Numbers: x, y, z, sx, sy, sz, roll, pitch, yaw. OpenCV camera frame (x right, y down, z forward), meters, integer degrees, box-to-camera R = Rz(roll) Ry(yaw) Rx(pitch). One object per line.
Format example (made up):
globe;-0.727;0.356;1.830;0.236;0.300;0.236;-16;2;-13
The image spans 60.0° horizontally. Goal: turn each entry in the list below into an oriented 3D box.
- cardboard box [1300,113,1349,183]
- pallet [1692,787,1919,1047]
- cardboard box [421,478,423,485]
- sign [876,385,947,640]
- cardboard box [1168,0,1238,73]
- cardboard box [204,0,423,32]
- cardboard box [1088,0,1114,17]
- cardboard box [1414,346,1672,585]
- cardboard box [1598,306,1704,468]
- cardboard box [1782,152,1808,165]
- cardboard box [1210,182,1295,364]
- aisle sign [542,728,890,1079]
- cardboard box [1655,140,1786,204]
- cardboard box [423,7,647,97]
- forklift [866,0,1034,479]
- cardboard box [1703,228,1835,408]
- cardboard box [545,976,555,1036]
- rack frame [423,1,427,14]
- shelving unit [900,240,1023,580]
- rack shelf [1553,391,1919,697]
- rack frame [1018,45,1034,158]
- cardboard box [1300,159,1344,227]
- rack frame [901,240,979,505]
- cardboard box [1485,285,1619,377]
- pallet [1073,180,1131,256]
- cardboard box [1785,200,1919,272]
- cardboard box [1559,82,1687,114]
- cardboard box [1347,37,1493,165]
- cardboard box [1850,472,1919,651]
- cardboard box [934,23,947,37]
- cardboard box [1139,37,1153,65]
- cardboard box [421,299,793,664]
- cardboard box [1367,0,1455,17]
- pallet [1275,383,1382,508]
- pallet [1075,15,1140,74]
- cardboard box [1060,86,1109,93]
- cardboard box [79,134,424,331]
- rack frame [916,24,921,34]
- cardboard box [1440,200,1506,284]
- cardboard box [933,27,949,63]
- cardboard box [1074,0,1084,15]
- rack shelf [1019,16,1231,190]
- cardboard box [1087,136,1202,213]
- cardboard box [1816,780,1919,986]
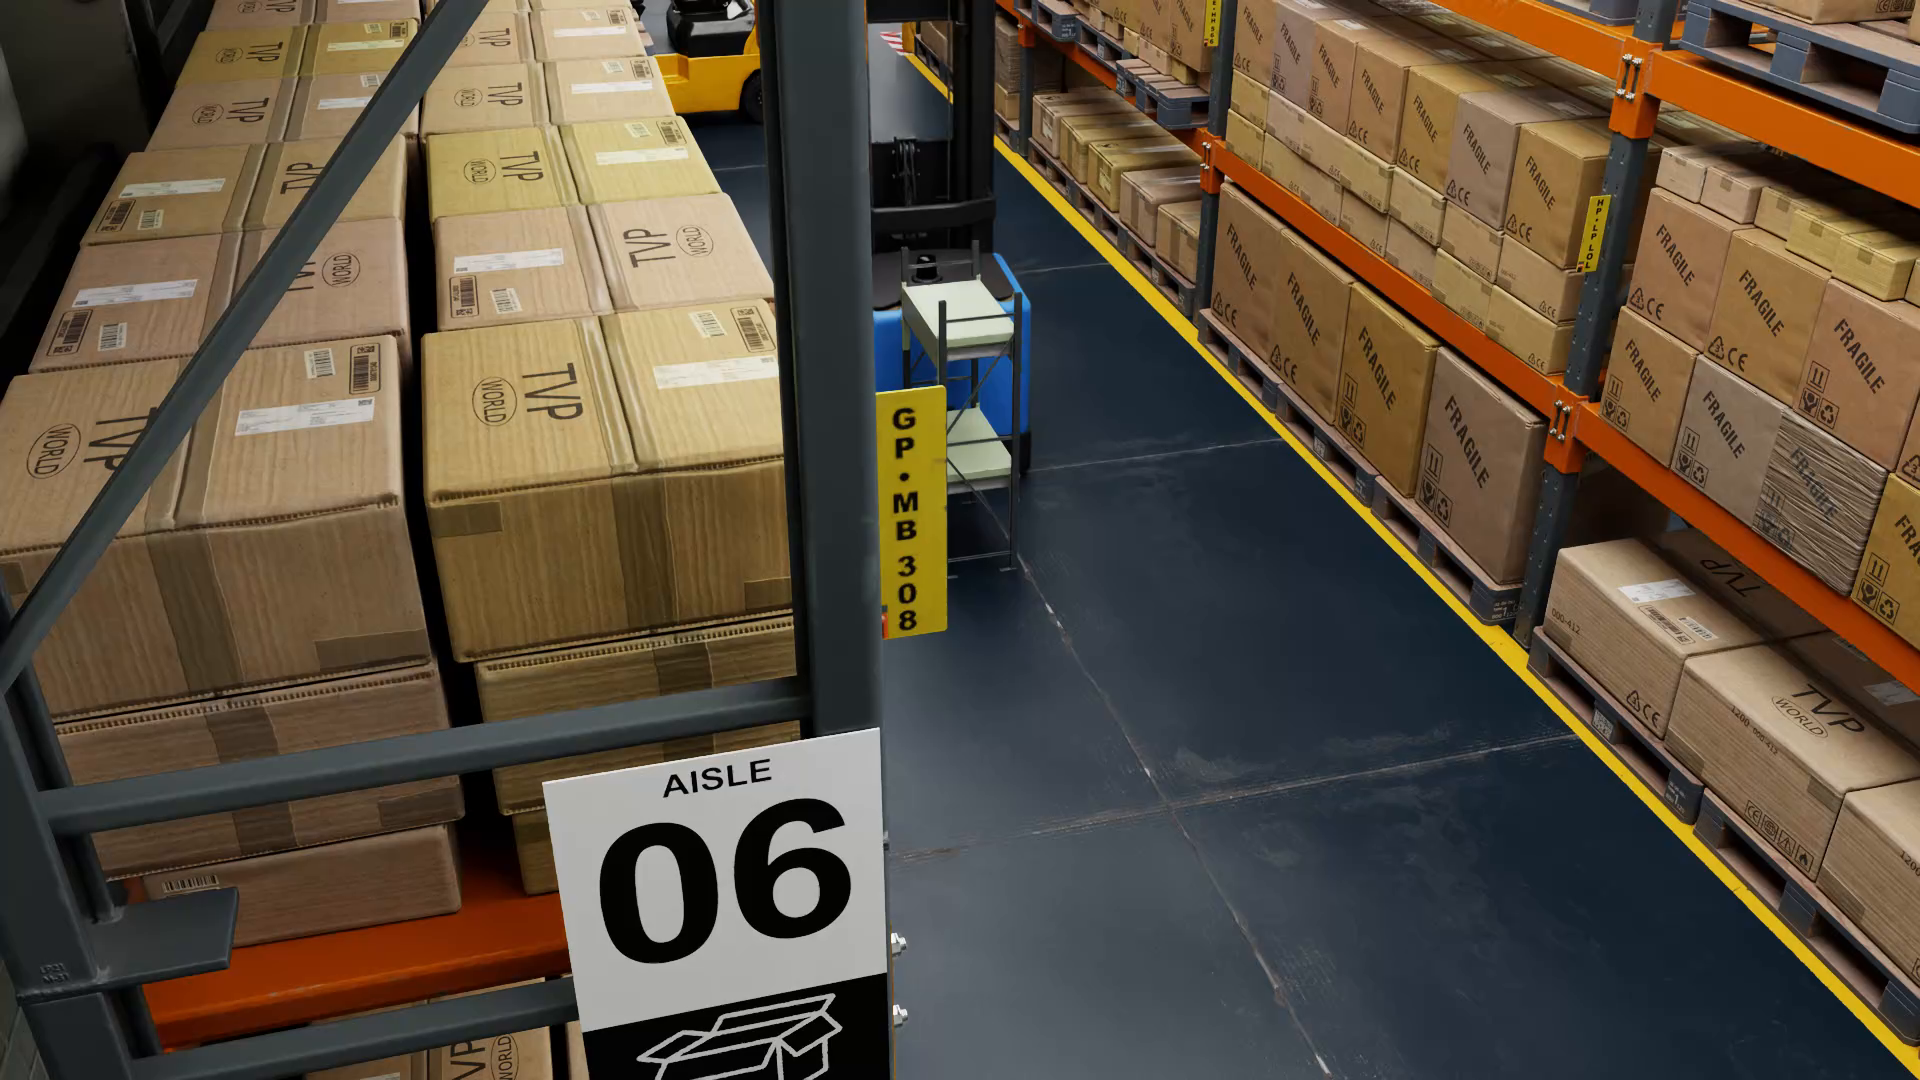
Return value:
cardboard box;2.227;-2.184;9.180;0.500;0.250;0.500;-8;31;-13
pallet;3.589;1.304;6.286;1.003;0.211;1.213;-8;31;-13
cardboard box;-1.115;-0.063;2.723;0.500;0.250;0.500;-8;31;-13
sign;-0.064;-0.025;1.933;0.100;0.325;0.005;-8;31;-13
cardboard box;1.685;-3.339;10.708;0.500;0.500;0.500;-9;31;-15
cardboard box;-1.639;-1.262;4.295;0.500;0.250;0.500;-9;31;-15
cardboard box;1.258;-4.094;12.013;0.500;0.500;0.500;-9;31;-15
cardboard box;2.894;-0.421;8.186;0.875;0.875;0.875;-7;31;-12
cardboard box;3.008;-0.652;6.783;0.500;0.500;0.500;-7;31;-12
cardboard box;3.524;-1.521;6.638;0.380;0.149;0.250;-8;31;-14
cardboard box;2.177;-1.720;10.429;0.875;0.875;0.875;-8;31;-14
aisle sign;-0.286;0.592;2.138;0.394;0.787;0.004;-8;31;-13
cardboard box;2.969;-1.440;6.498;0.380;0.149;0.250;-8;31;-14
cardboard box;-1.014;-1.085;3.990;0.500;0.250;0.500;-7;31;-12
forklift;8.754;-2.300;9.594;19.036;3.140;6.685;-6;31;-10
cardboard box;3.156;-0.839;6.108;0.500;0.500;0.500;-8;31;-14
cardboard box;-1.228;0.984;3.909;0.500;0.250;0.500;-7;31;-12
rack frame;-1.649;-2.805;4.613;1.000;3.000;0.127;-8;31;-13
shelving unit;-0.002;-0.652;8.380;0.431;1.500;0.755;-8;31;-13
rack shelf;3.666;0.407;5.771;1.077;0.370;4.000;-8;31;-13
rack frame;1.012;-4.734;13.935;1.000;3.000;0.127;-8;31;-13
cardboard box;2.248;-1.968;9.305;0.500;0.250;0.500;-7;31;-12
rack frame;-0.099;-0.829;8.685;0.400;1.500;0.023;-8;31;-13
cardboard box;2.773;-0.989;7.613;0.500;0.250;0.500;-9;31;-14
pallet;1.548;-2.561;12.964;1.003;0.211;1.213;-8;31;-13
cardboard box;3.168;-1.072;5.863;0.380;0.149;0.250;-8;31;-14
cardboard box;3.134;-1.839;7.835;0.500;0.500;0.500;-8;31;-14
cardboard box;2.363;-2.273;8.585;0.500;0.500;0.500;-7;31;-12
cardboard box;3.400;0.081;5.516;0.500;0.500;0.500;-7;31;-12
cardboard box;0.048;-5.293;16.477;0.500;0.500;0.500;-9;31;-15
cardboard box;1.450;-3.361;11.393;0.380;0.149;0.250;-9;31;-16
cardboard box;-0.463;-0.103;2.293;0.500;0.250;0.500;-8;31;-14
cardboard box;2.607;-2.817;9.524;0.500;0.500;0.500;-7;31;-12
pallet;2.531;-0.617;9.604;1.003;0.211;1.213;-8;31;-13
pallet;1.509;-3.670;12.288;1.003;0.211;1.213;-8;31;-13
cardboard box;1.116;-4.047;15.073;0.500;0.250;0.500;-9;31;-16
cardboard box;-1.259;-0.532;3.033;0.500;0.250;0.500;-8;31;-13
rack frame;-0.050;-6.666;17.273;1.000;3.000;0.127;-8;31;-13
cardboard box;2.644;-1.443;7.899;0.500;0.250;0.500;-7;31;-12
cardboard box;0.026;-4.984;16.692;0.500;0.250;0.500;-7;31;-11
cardboard box;1.089;-4.120;12.705;0.380;0.149;0.250;-7;31;-13
rack shelf;1.543;-3.457;12.446;1.077;0.370;4.000;-8;31;-13
cardboard box;1.534;-2.843;12.872;0.950;0.372;0.625;-7;31;-12
cardboard box;3.675;1.242;5.748;0.875;0.438;0.875;-7;31;-12
